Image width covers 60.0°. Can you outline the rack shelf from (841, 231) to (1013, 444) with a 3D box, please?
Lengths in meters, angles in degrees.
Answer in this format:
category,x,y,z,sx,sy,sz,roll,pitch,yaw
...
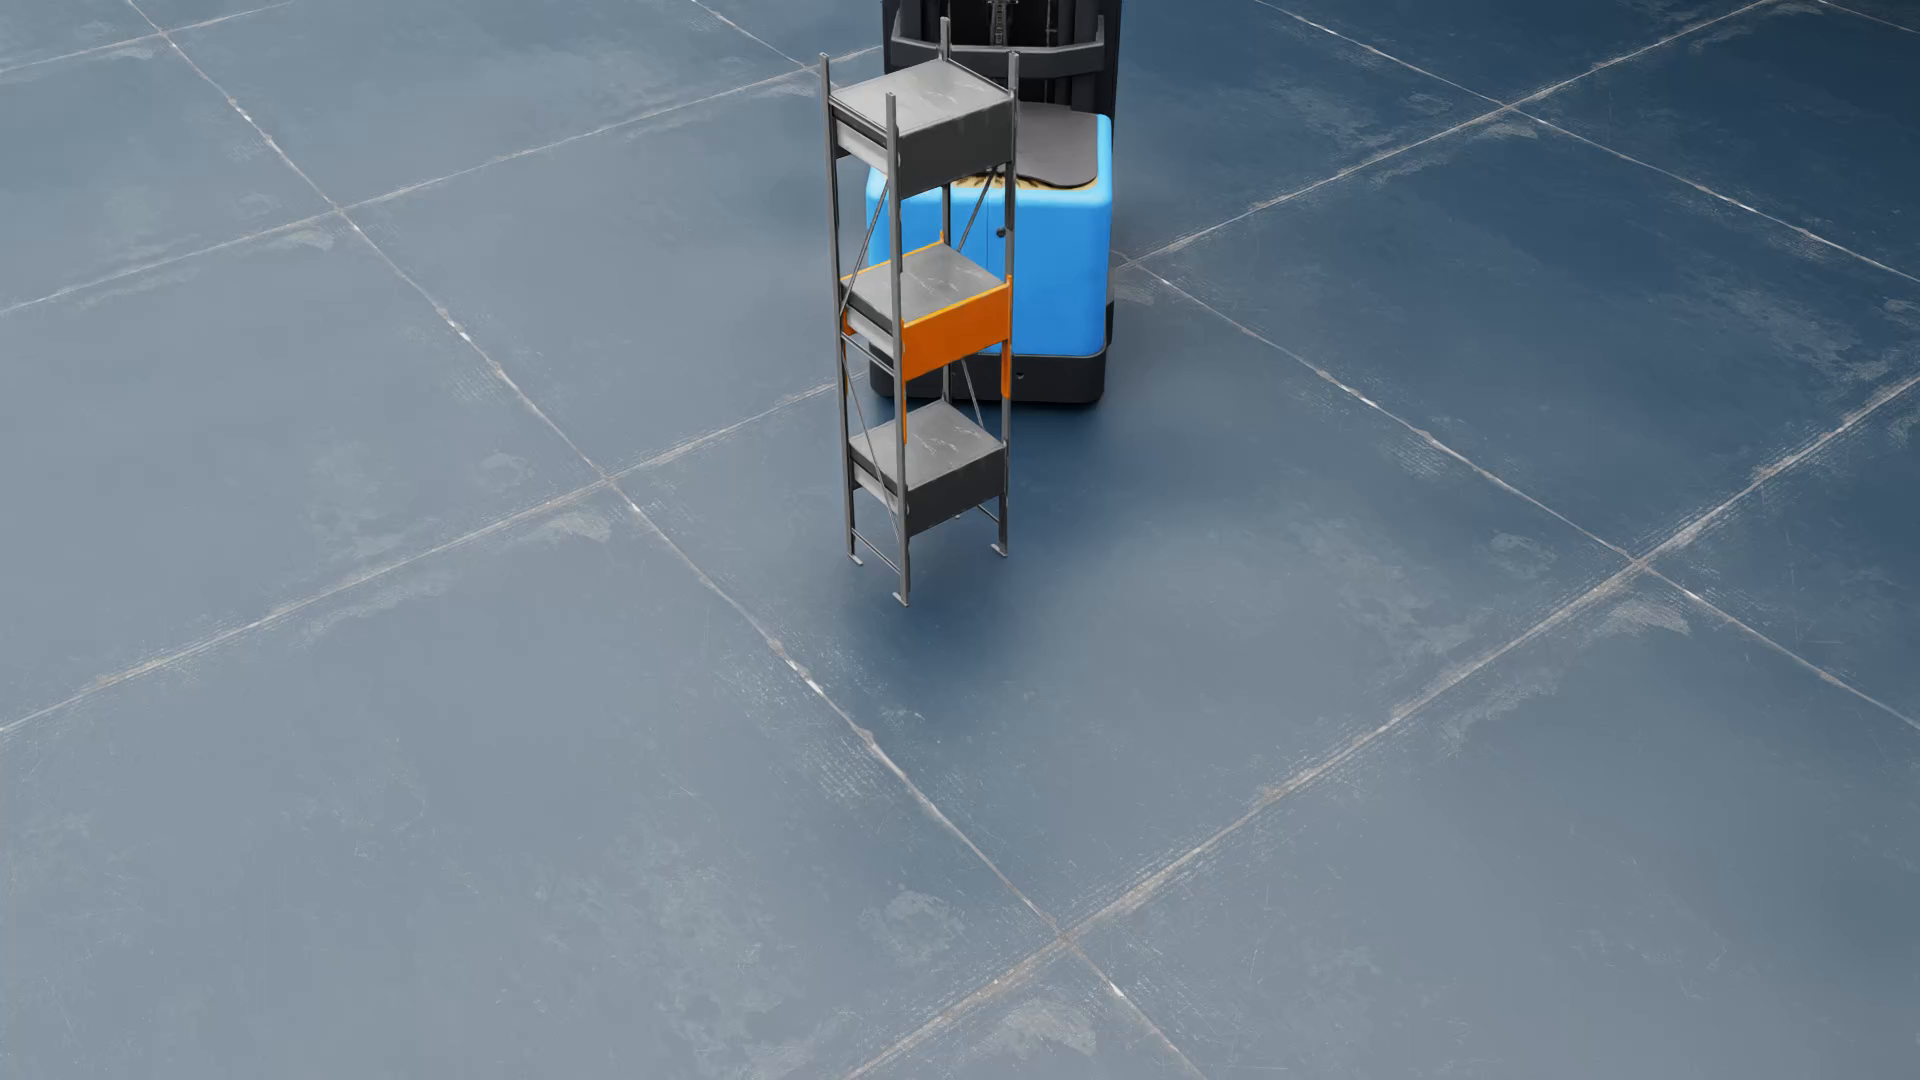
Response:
category,x,y,z,sx,sy,sz,roll,pitch,yaw
rack shelf,-0.131,-0.737,6.015,0.480,0.518,0.431,-26,46,-28

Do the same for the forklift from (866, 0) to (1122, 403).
category,x,y,z,sx,sy,sz,roll,pitch,yaw
forklift,0.205,-2.659,7.680,1.130,2.935,3.031,2,39,3

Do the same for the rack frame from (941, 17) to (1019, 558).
category,x,y,z,sx,sy,sz,roll,pitch,yaw
rack frame,0.062,-0.842,6.121,0.015,2.100,0.400,-26,46,-28

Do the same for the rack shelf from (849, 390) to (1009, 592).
category,x,y,z,sx,sy,sz,roll,pitch,yaw
rack shelf,-0.131,-0.196,6.459,0.480,0.518,0.431,-26,46,-28

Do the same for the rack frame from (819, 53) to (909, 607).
category,x,y,z,sx,sy,sz,roll,pitch,yaw
rack frame,-0.325,-0.654,5.891,0.015,2.100,0.400,-26,46,-28

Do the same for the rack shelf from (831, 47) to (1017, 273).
category,x,y,z,sx,sy,sz,roll,pitch,yaw
rack shelf,-0.131,-1.278,5.571,0.480,0.518,0.431,-26,46,-28

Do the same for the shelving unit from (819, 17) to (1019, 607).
category,x,y,z,sx,sy,sz,roll,pitch,yaw
shelving unit,-0.131,-0.748,6.006,0.503,2.100,0.431,-26,46,-28
